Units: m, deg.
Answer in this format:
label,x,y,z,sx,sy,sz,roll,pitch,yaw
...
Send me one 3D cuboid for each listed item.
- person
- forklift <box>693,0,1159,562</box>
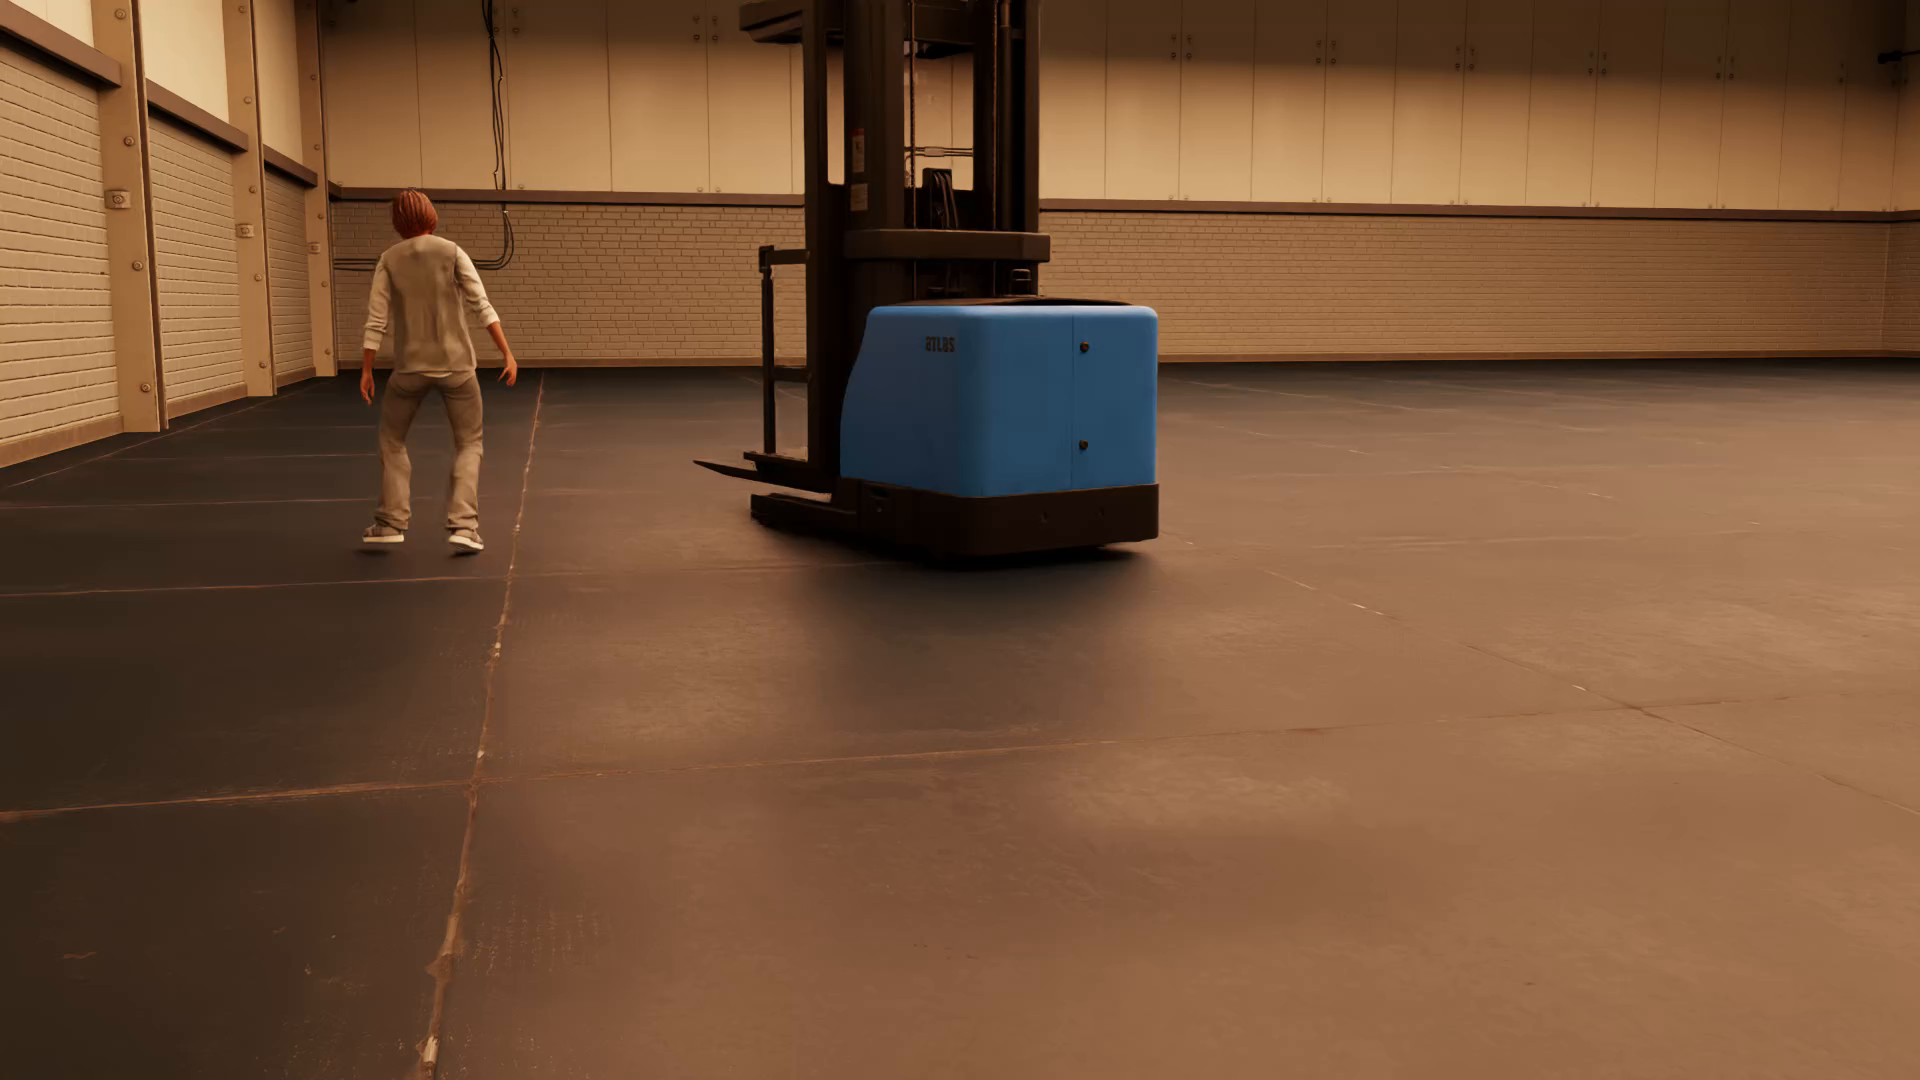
label,x,y,z,sx,sy,sz,roll,pitch,yaw
person,-2.287,-0.729,7.213,0.725,1.562,0.410,-1,8,-4
forklift,-0.371,-1.525,8.026,1.130,2.935,3.031,-5,10,-33
